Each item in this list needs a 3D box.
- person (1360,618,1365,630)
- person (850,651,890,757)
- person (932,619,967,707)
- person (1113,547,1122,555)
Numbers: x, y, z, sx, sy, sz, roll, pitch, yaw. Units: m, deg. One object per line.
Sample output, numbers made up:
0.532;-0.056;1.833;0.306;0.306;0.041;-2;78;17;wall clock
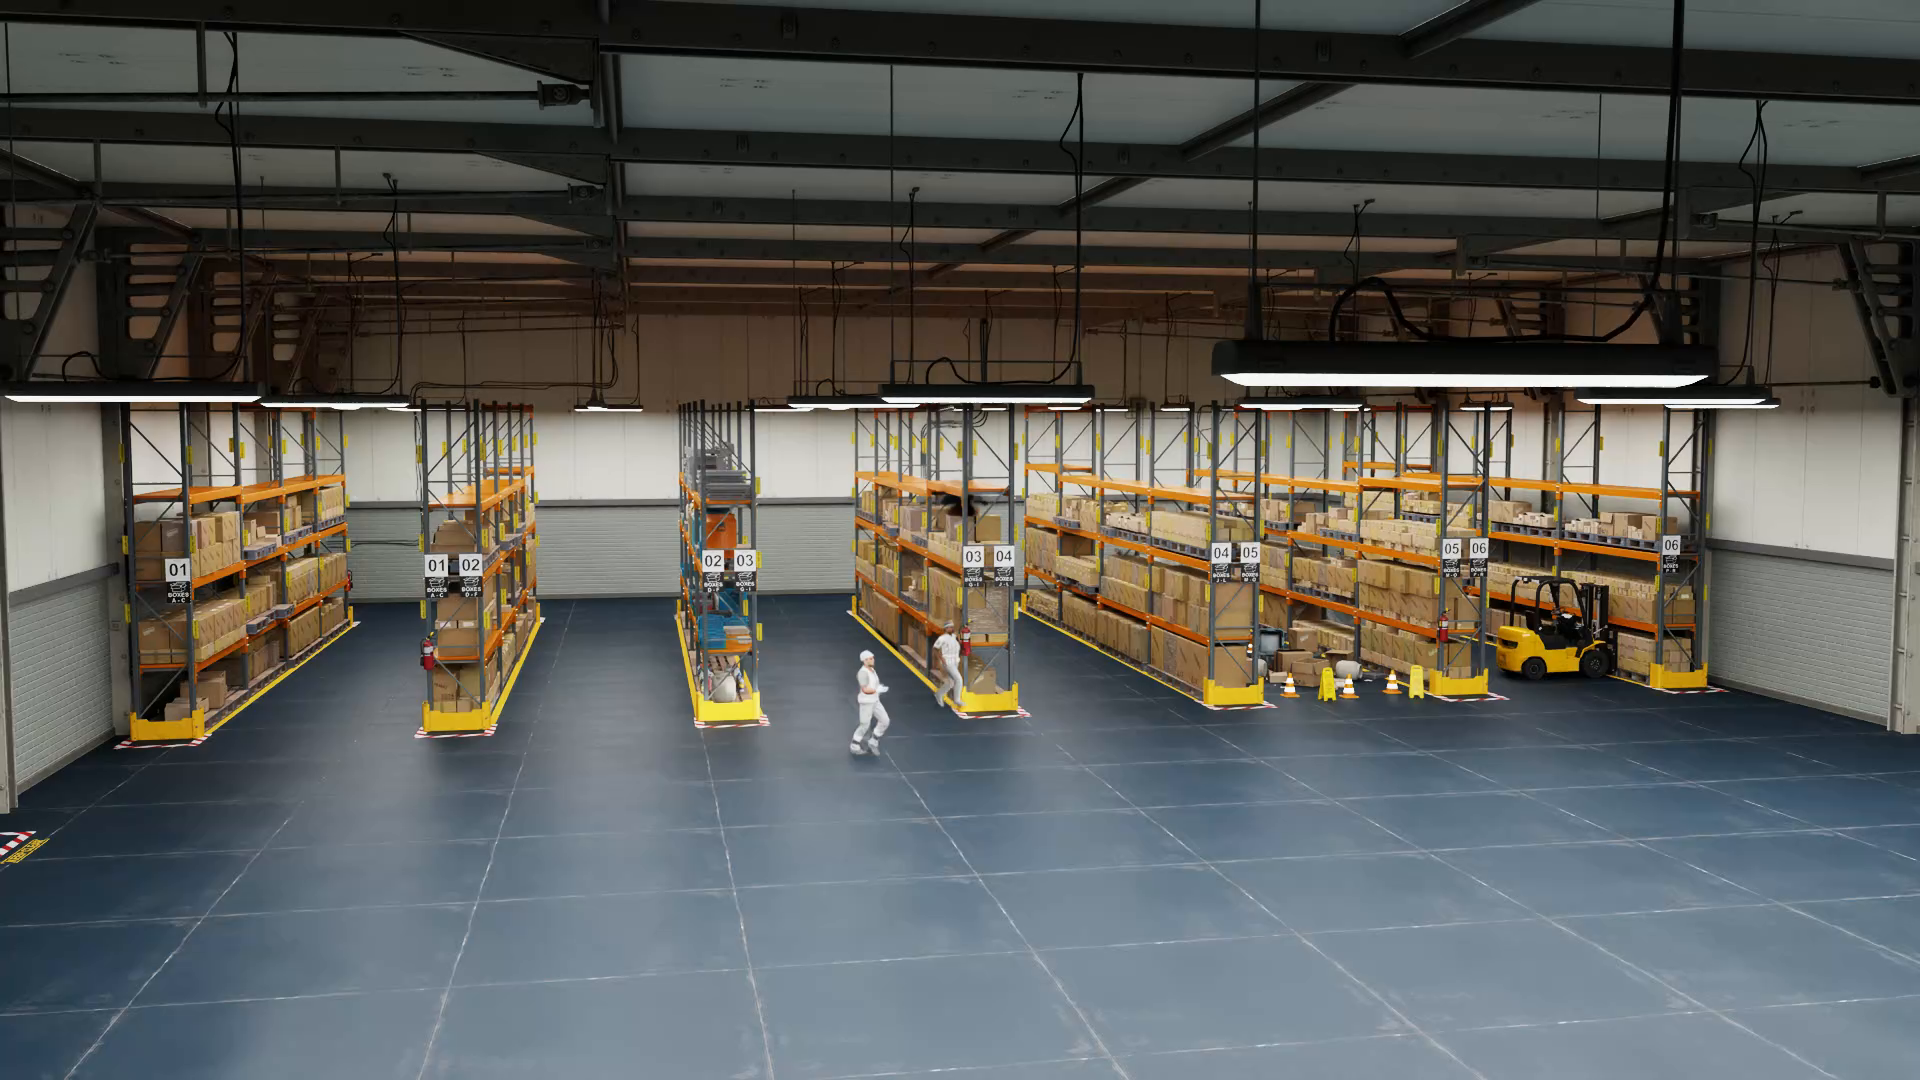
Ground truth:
10.258;1.702;42.357;0.573;1.661;0.760;-1;4;-10;person
-1.489;2.738;27.731;0.716;1.798;0.639;2;5;23;person
-0.200;2.328;31.196;0.851;1.691;0.587;3;6;39;person
4.800;1.079;50.465;0.835;1.719;0.622;0;4;-4;person
